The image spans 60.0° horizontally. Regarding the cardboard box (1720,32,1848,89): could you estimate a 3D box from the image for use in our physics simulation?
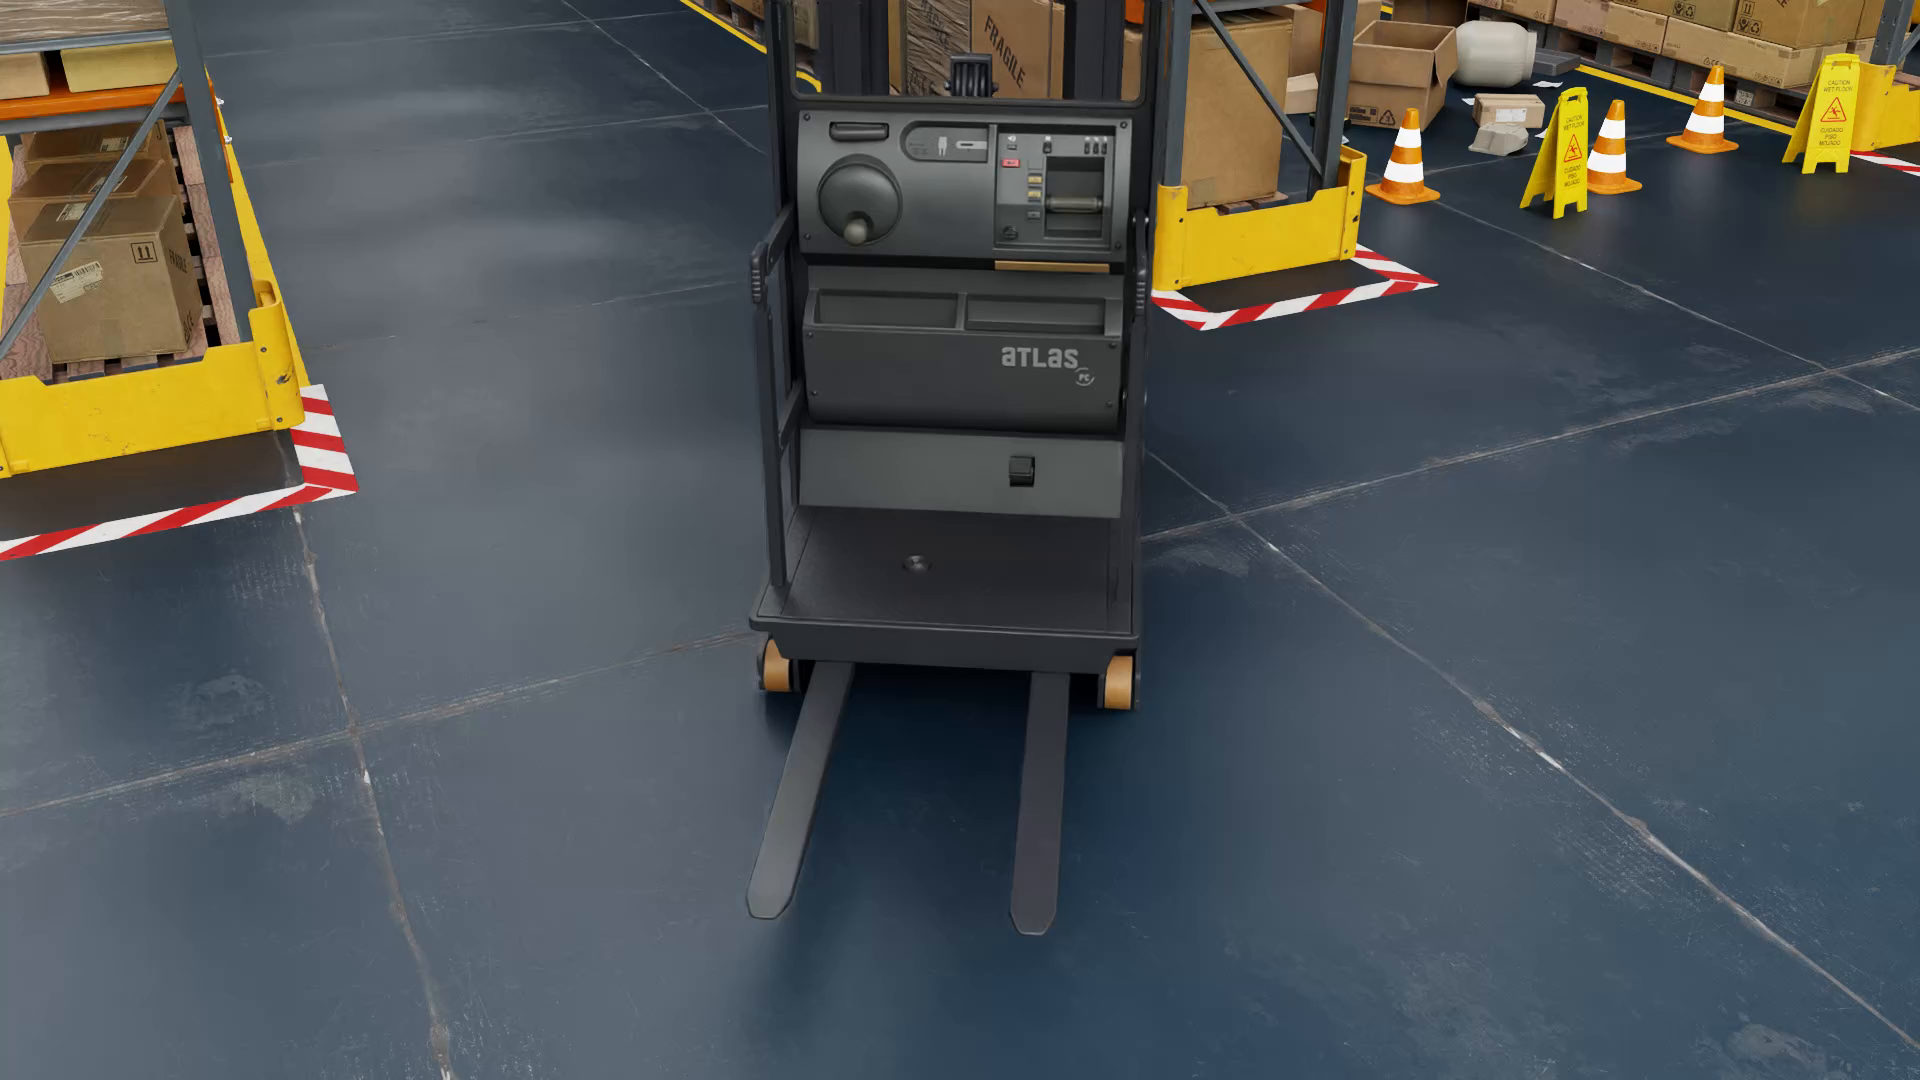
[{"bbox_3d":[5.205,-3.059,10.521,0.500,0.250,0.500,-13,32,-22],"label":"cardboard box"}]

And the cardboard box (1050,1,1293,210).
[{"bbox_3d":[1.027,-2.222,8.389,0.875,0.875,0.875,-13,32,-22],"label":"cardboard box"}]

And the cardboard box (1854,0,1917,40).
[{"bbox_3d":[5.698,-3.500,10.540,0.500,0.500,0.500,-14,32,-24],"label":"cardboard box"}]

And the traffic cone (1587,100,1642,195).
[{"bbox_3d":[3.599,-2.193,9.188,0.336,0.463,0.334,-13,32,-22],"label":"traffic cone"}]

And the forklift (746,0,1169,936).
[{"bbox_3d":[-0.008,-0.953,4.453,1.130,2.935,3.031,3,29,4],"label":"forklift"}]

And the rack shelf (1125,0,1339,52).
[{"bbox_3d":[0.519,-3.250,9.214,1.077,0.370,4.000,-13,32,-22],"label":"rack shelf"}]

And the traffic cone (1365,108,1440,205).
[{"bbox_3d":[2.432,-2.106,9.033,0.336,0.463,0.334,-13,32,-22],"label":"traffic cone"}]

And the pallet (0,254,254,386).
[{"bbox_3d":[-3.495,-0.867,7.080,1.003,0.211,1.213,-13,32,-22],"label":"pallet"}]

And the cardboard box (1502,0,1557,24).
[{"bbox_3d":[4.336,-3.964,12.134,0.500,0.250,0.500,-11,31,-19],"label":"cardboard box"}]

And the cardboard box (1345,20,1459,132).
[{"bbox_3d":[2.764,-2.920,10.442,0.637,0.503,0.797,13,32,21],"label":"cardboard box"}]

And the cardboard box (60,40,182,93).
[{"bbox_3d":[-3.053,-1.750,6.060,0.380,0.149,0.250,-13,32,-22],"label":"cardboard box"}]

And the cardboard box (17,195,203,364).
[{"bbox_3d":[-3.398,-1.056,6.692,0.500,0.500,0.500,-7,30,-13],"label":"cardboard box"}]

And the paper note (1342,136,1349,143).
[{"bbox_3d":[2.256,-2.415,10.027,0.144,0.017,0.142,-3,29,-5],"label":"paper note"}]

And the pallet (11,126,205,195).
[{"bbox_3d":[-4.542,-1.945,9.002,1.003,0.211,1.213,-13,32,-22],"label":"pallet"}]

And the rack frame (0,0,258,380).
[{"bbox_3d":[-3.145,-1.683,5.685,1.000,3.000,0.127,-13,32,-22],"label":"rack frame"}]

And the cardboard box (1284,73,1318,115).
[{"bbox_3d":[2.062,-2.882,10.618,0.396,0.266,0.258,-8,30,-13],"label":"cardboard box"}]

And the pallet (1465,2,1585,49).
[{"bbox_3d":[4.408,-4.026,12.713,1.003,0.211,1.213,-13,32,-22],"label":"pallet"}]

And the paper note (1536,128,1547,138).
[{"bbox_3d":[3.601,-2.469,10.121,0.142,0.019,0.148,26,38,38],"label":"paper note"}]

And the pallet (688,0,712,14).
[{"bbox_3d":[-1.786,-4.634,13.797,1.003,0.211,1.213,-13,32,-22],"label":"pallet"}]

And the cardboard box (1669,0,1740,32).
[{"bbox_3d":[4.998,-3.604,10.725,0.500,0.500,0.500,-12,31,-20],"label":"cardboard box"}]

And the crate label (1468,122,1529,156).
[{"bbox_3d":[3.205,-2.386,9.864,0.298,0.136,0.250,19,34,30],"label":"crate label"}]

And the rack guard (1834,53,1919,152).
[{"bbox_3d":[5.772,-2.707,10.067,1.175,0.500,0.348,-13,32,-22],"label":"rack guard"}]

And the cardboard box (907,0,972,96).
[{"bbox_3d":[0.258,-3.014,9.800,0.875,0.875,0.875,-13,32,-22],"label":"cardboard box"}]

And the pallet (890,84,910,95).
[{"bbox_3d":[-0.084,-2.878,10.667,1.003,0.211,1.213,-13,32,-22],"label":"pallet"}]

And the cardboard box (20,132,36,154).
[{"bbox_3d":[-4.474,-2.107,8.566,0.500,0.500,0.500,-3,29,-6],"label":"cardboard box"}]

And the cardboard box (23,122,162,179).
[{"bbox_3d":[-3.938,-1.593,7.650,0.500,0.500,0.500,-10,31,-17],"label":"cardboard box"}]

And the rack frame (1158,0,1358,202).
[{"bbox_3d":[1.378,-2.680,7.463,1.000,3.000,0.127,-13,32,-22],"label":"rack frame"}]

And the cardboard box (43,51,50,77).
[{"bbox_3d":[-3.561,-1.767,6.091,0.380,0.149,0.250,-13,32,-22],"label":"cardboard box"}]

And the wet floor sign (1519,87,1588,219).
[{"bbox_3d":[3.178,-2.056,8.757,0.267,0.644,0.232,-19,35,-30],"label":"wet floor sign"}]

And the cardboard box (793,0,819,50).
[{"bbox_3d":[-0.687,-3.904,11.517,1.050,0.750,0.750,-13,32,-22],"label":"cardboard box"}]

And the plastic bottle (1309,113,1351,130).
[{"bbox_3d":[2.271,-2.599,10.323,0.283,0.061,0.133,26,38,38],"label":"plastic bottle"}]

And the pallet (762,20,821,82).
[{"bbox_3d":[-0.739,-3.556,11.875,1.003,0.211,1.213,-13,32,-22],"label":"pallet"}]

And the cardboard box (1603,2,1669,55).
[{"bbox_3d":[4.770,-3.509,11.323,0.500,0.250,0.500,-14,32,-24],"label":"cardboard box"}]

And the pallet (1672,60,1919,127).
[{"bbox_3d":[5.455,-2.948,10.791,1.003,0.211,1.213,-13,32,-22],"label":"pallet"}]
